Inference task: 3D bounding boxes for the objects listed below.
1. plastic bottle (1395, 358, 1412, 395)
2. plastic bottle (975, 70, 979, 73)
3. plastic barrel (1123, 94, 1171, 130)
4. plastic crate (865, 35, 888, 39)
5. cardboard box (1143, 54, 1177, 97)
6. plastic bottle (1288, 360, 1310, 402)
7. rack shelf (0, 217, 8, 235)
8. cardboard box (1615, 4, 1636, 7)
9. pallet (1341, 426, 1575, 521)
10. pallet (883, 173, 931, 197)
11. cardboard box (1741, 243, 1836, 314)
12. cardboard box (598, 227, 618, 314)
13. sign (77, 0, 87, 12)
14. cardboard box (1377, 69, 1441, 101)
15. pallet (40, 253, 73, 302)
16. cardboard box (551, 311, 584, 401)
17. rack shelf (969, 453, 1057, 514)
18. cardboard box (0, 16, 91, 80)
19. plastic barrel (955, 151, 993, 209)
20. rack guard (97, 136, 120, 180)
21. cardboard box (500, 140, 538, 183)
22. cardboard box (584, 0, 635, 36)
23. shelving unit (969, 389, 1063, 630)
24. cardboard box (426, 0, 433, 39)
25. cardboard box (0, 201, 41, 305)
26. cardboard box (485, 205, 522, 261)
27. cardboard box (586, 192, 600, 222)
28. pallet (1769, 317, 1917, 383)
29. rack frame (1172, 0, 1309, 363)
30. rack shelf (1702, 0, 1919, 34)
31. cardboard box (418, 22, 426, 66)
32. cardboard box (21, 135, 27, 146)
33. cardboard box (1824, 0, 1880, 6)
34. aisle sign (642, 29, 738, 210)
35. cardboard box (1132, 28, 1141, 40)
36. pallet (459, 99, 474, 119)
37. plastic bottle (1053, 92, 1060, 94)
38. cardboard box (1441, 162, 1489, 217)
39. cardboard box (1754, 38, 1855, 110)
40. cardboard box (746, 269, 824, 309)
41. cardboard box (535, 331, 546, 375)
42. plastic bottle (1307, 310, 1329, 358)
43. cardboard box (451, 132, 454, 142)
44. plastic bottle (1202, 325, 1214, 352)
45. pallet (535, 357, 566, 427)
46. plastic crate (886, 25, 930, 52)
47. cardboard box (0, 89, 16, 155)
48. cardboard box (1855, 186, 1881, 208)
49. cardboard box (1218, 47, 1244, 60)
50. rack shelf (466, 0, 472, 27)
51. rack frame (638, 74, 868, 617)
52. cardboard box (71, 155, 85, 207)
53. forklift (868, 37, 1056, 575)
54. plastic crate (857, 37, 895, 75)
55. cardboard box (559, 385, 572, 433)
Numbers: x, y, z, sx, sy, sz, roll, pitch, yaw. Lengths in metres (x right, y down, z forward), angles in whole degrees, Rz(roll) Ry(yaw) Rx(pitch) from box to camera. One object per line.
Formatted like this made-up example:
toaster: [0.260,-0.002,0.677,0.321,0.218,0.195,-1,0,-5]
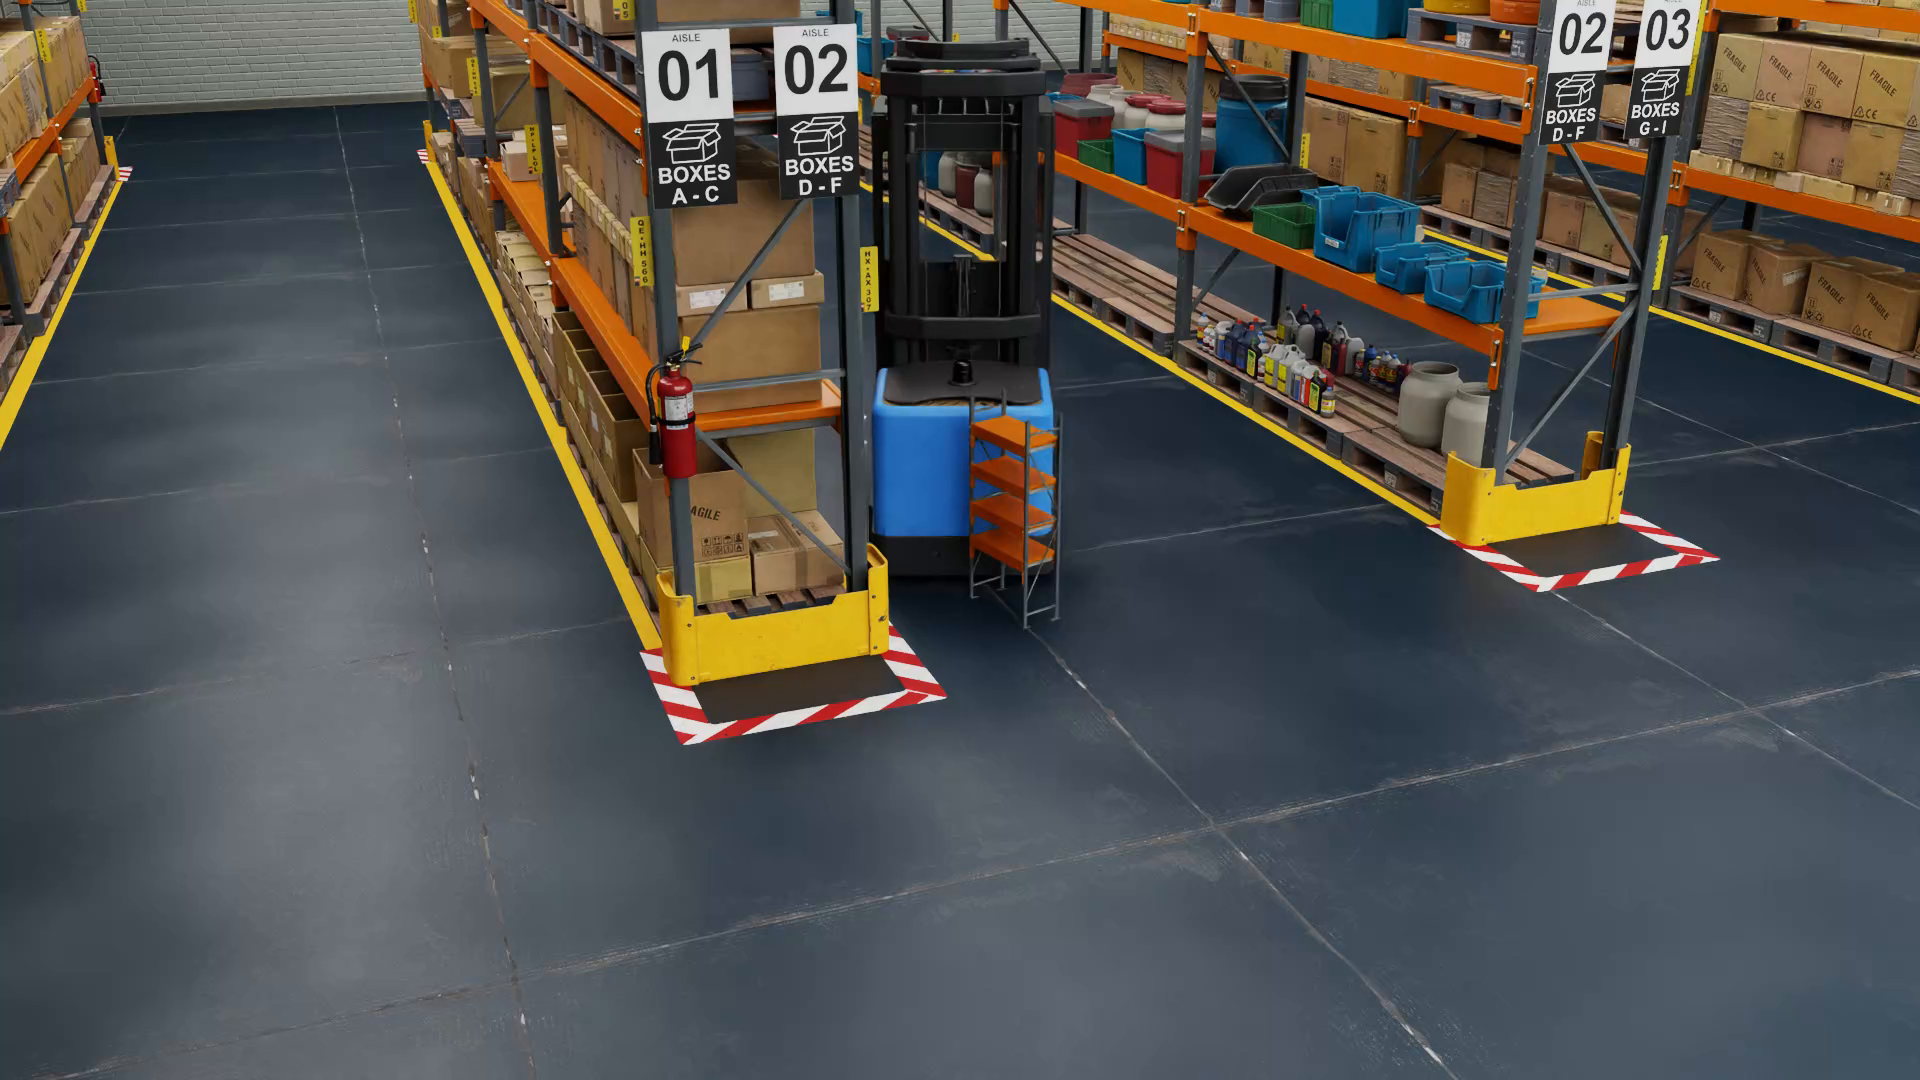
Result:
plastic bottle: [3.249,-1.195,12.155,0.061,0.283,0.133,-8,24,-18]
plastic bottle: [0.190,-5.187,18.861,0.097,0.271,0.097,0,23,0]
plastic barrel: [1.703,-3.776,15.171,0.433,0.535,0.433,0,23,0]
plastic crate: [-0.945,-6.372,21.580,0.437,0.282,0.530,-8,24,-19]
cardboard box: [3.265,-6.614,24.274,0.875,0.875,0.875,-8,24,-19]
plastic bottle: [2.489,-1.159,12.077,0.152,0.276,0.135,-9,24,-20]
rack shelf: [-7.727,-1.947,11.935,1.077,0.370,4.000,-8,24,-19]
cardboard box: [8.718,-7.002,22.018,0.380,0.149,0.250,-9,24,-20]
pallet: [3.308,-0.490,11.141,1.003,0.211,1.213,-8,24,-19]
pallet: [-0.345,-4.247,20.055,1.003,0.211,1.213,-8,24,-19]
cardboard box: [7.195,-2.275,14.463,0.500,0.500,0.500,-1,23,-2]
cardboard box: [-1.859,-1.745,10.400,0.700,0.500,0.500,-8,24,-18]
sign: [-10.747,-6.625,20.310,0.100,0.325,0.005,-8,24,-19]
cardboard box: [5.062,-5.236,18.682,0.500,0.500,0.500,-8,24,-17]
pallet: [-9.069,-2.460,15.815,1.003,0.211,1.213,-8,24,-19]
cardboard box: [-2.517,-1.294,11.492,0.500,0.500,0.500,-8,24,-19]
rack shelf: [0.297,-0.311,9.041,0.258,0.148,0.480,-16,28,-33]
cardboard box: [-11.070,-5.867,19.921,0.980,0.700,0.700,-7,24,-17]
plastic barrel: [0.247,-4.033,18.521,0.600,0.588,0.708,-8,24,-19]
rack guard: [-11.268,-4.769,20.922,1.175,0.500,0.348,-8,24,-19]
cardboard box: [-3.666,-3.294,14.318,0.500,0.311,0.500,-9,24,-20]
cardboard box: [-1.628,-2.733,8.483,0.500,0.250,0.500,-8,24,-19]
shelving unit: [0.297,-0.167,9.101,0.258,1.200,0.503,-16,28,-33]
cardboard box: [-5.996,-6.164,19.597,0.500,0.500,0.500,-8,24,-19]
cardboard box: [-8.571,-2.494,14.532,0.750,0.750,0.750,-9,24,-20]
cardboard box: [-4.351,-3.045,16.265,0.500,0.500,0.500,-7,24,-17]
cardboard box: [-2.112,-2.083,10.366,0.380,0.149,0.250,-9,25,-21]
pallet: [7.586,-1.623,13.829,1.003,0.211,1.213,-8,24,-19]
rack frame: [2.248,-2.912,13.296,1.000,3.000,0.127,-8,24,-19]
rack shelf: [7.588,-3.915,12.741,1.077,0.370,4.000,-8,24,-19]
cardboard box: [-6.717,-6.442,21.544,0.500,0.500,0.500,-8,24,-18]
cardboard box: [-9.055,-3.801,15.704,0.380,0.149,0.250,-9,24,-20]
cardboard box: [7.158,-4.332,12.997,0.500,0.250,0.500,-9,25,-21]
aisle sign: [-1.226,-1.914,7.581,0.394,0.787,0.004,-8,24,-19]
cardboard box: [2.735,-7.381,24.223,0.380,0.149,0.250,-9,24,-20]
pallet: [-4.492,-4.304,16.847,1.003,0.211,1.213,-8,24,-19]
plastic bottle: [0.984,-4.509,17.247,0.152,0.276,0.135,-8,24,-19]
cardboard box: [5.724,-3.855,18.185,0.700,0.500,0.500,-10,25,-22]
cardboard box: [6.981,-3.855,13.736,0.500,0.500,0.500,-8,24,-19]
cardboard box: [-0.912,-1.297,8.501,0.380,0.149,0.250,-9,24,-19]
cardboard box: [-2.982,-1.455,12.839,0.500,0.250,0.500,-9,24,-20]
plastic bottle: [2.813,-1.629,13.098,0.144,0.351,0.185,-10,25,-22]
cardboard box: [-5.882,-4.874,20.601,0.797,0.503,0.637,-8,24,-19]
plastic bottle: [1.986,-1.612,13.249,0.097,0.201,0.097,0,23,0]
pallet: [-2.684,-1.211,12.851,1.003,0.211,1.213,-8,24,-19]
plastic crate: [-0.659,-6.234,21.020,0.402,0.464,0.583,-8,24,-19]
cardboard box: [-8.542,-3.601,14.395,0.500,0.500,0.500,-8,24,-17]
cardboard box: [7.349,-2.728,13.184,0.380,0.149,0.250,-8,24,-19]
cardboard box: [3.641,-6.448,22.010,0.380,0.149,0.250,-8,24,-19]
rack shelf: [-4.507,-5.464,16.416,1.077,0.370,4.000,-8,24,-19]
rack frame: [-0.975,-0.780,8.238,1.000,3.000,0.127,-8,24,-19]
cardboard box: [-10.189,-3.969,18.484,0.700,0.500,0.500,-9,24,-20]
forklift: [0.020,-1.669,10.435,1.130,2.935,3.031,0,23,0]
plastic crate: [-1.062,-5.961,20.475,0.392,0.384,0.575,-8,24,-19]
cardboard box: [-2.507,-0.950,11.641,0.500,0.250,0.500,-8,24,-19]
